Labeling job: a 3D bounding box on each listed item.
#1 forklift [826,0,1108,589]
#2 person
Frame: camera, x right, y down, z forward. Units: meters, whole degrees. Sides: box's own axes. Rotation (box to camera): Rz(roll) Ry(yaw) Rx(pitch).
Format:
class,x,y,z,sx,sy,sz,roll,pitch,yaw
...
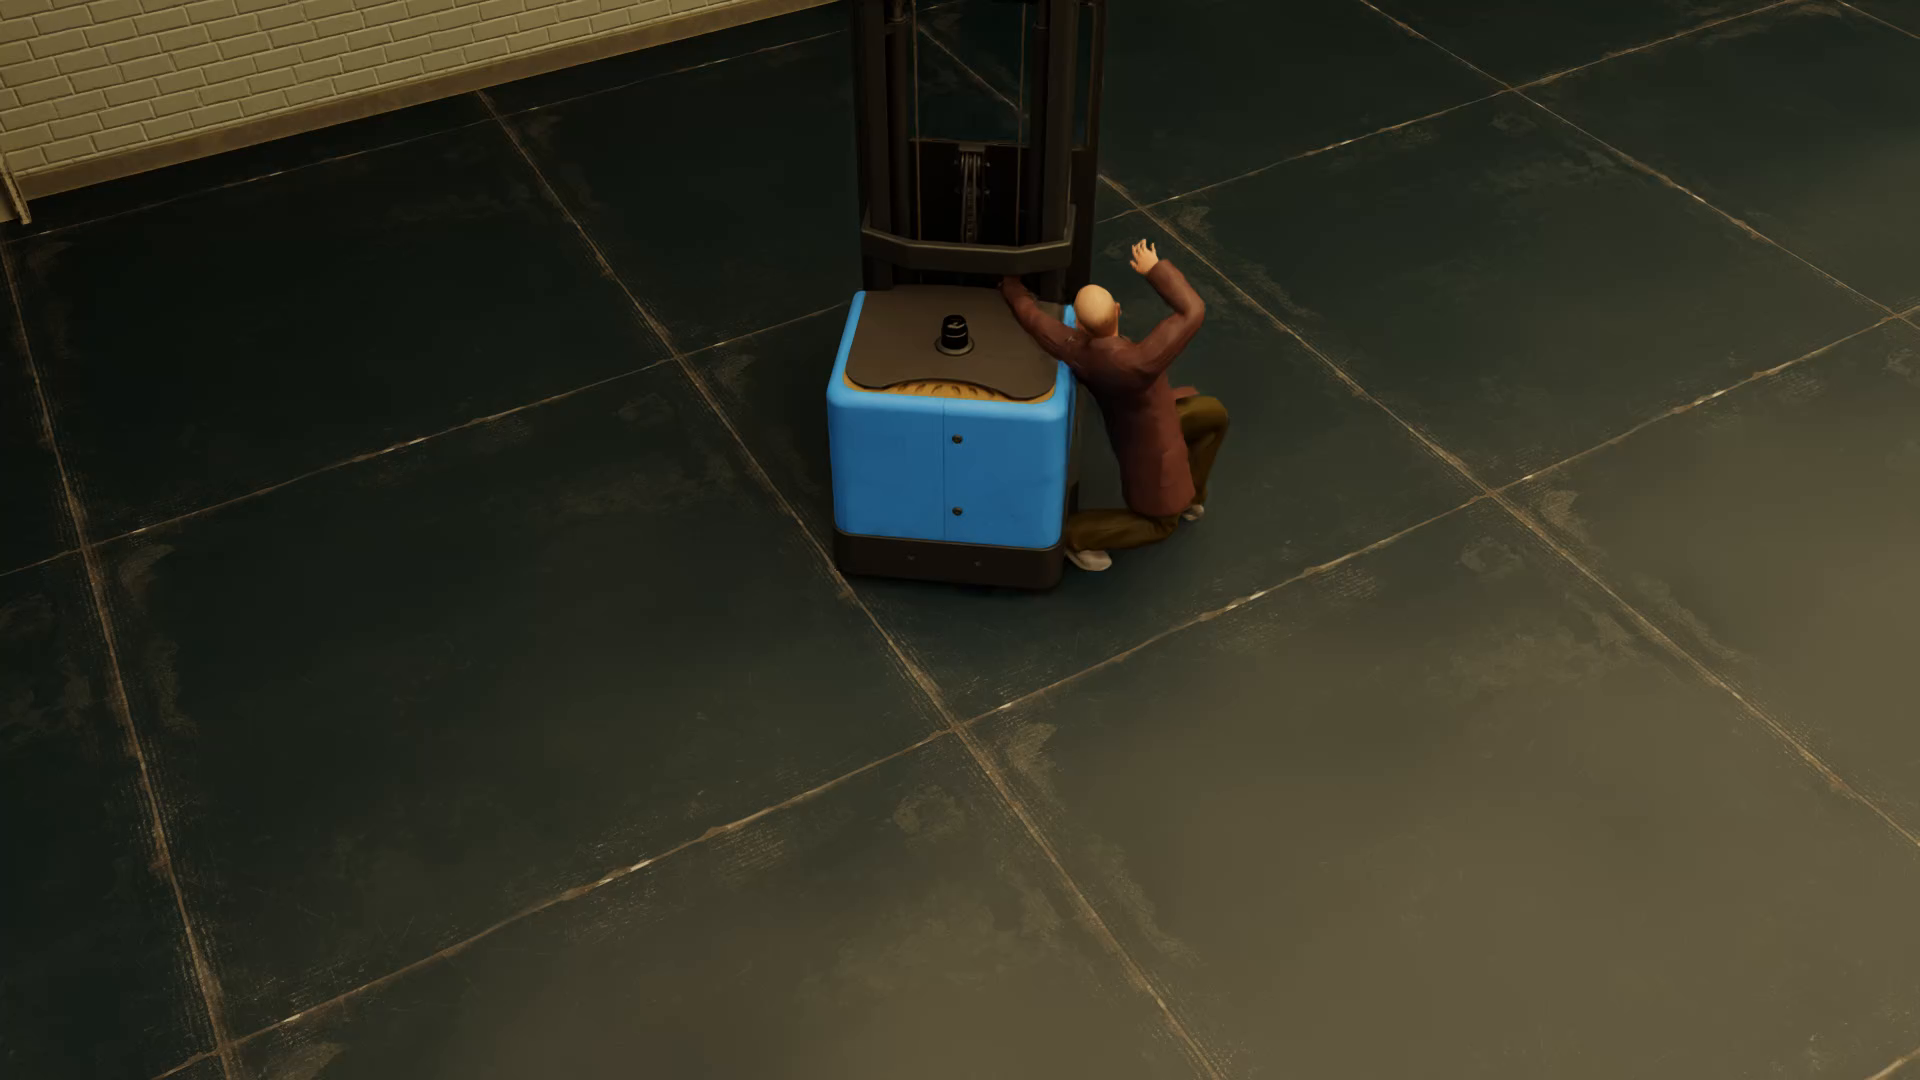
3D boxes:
class,x,y,z,sx,sy,sz,roll,pitch,yaw
forklift,0.108,-1.856,7.699,1.130,2.935,3.031,5,43,5
person,0.733,-0.705,7.508,0.930,1.568,1.153,-14,45,-15
